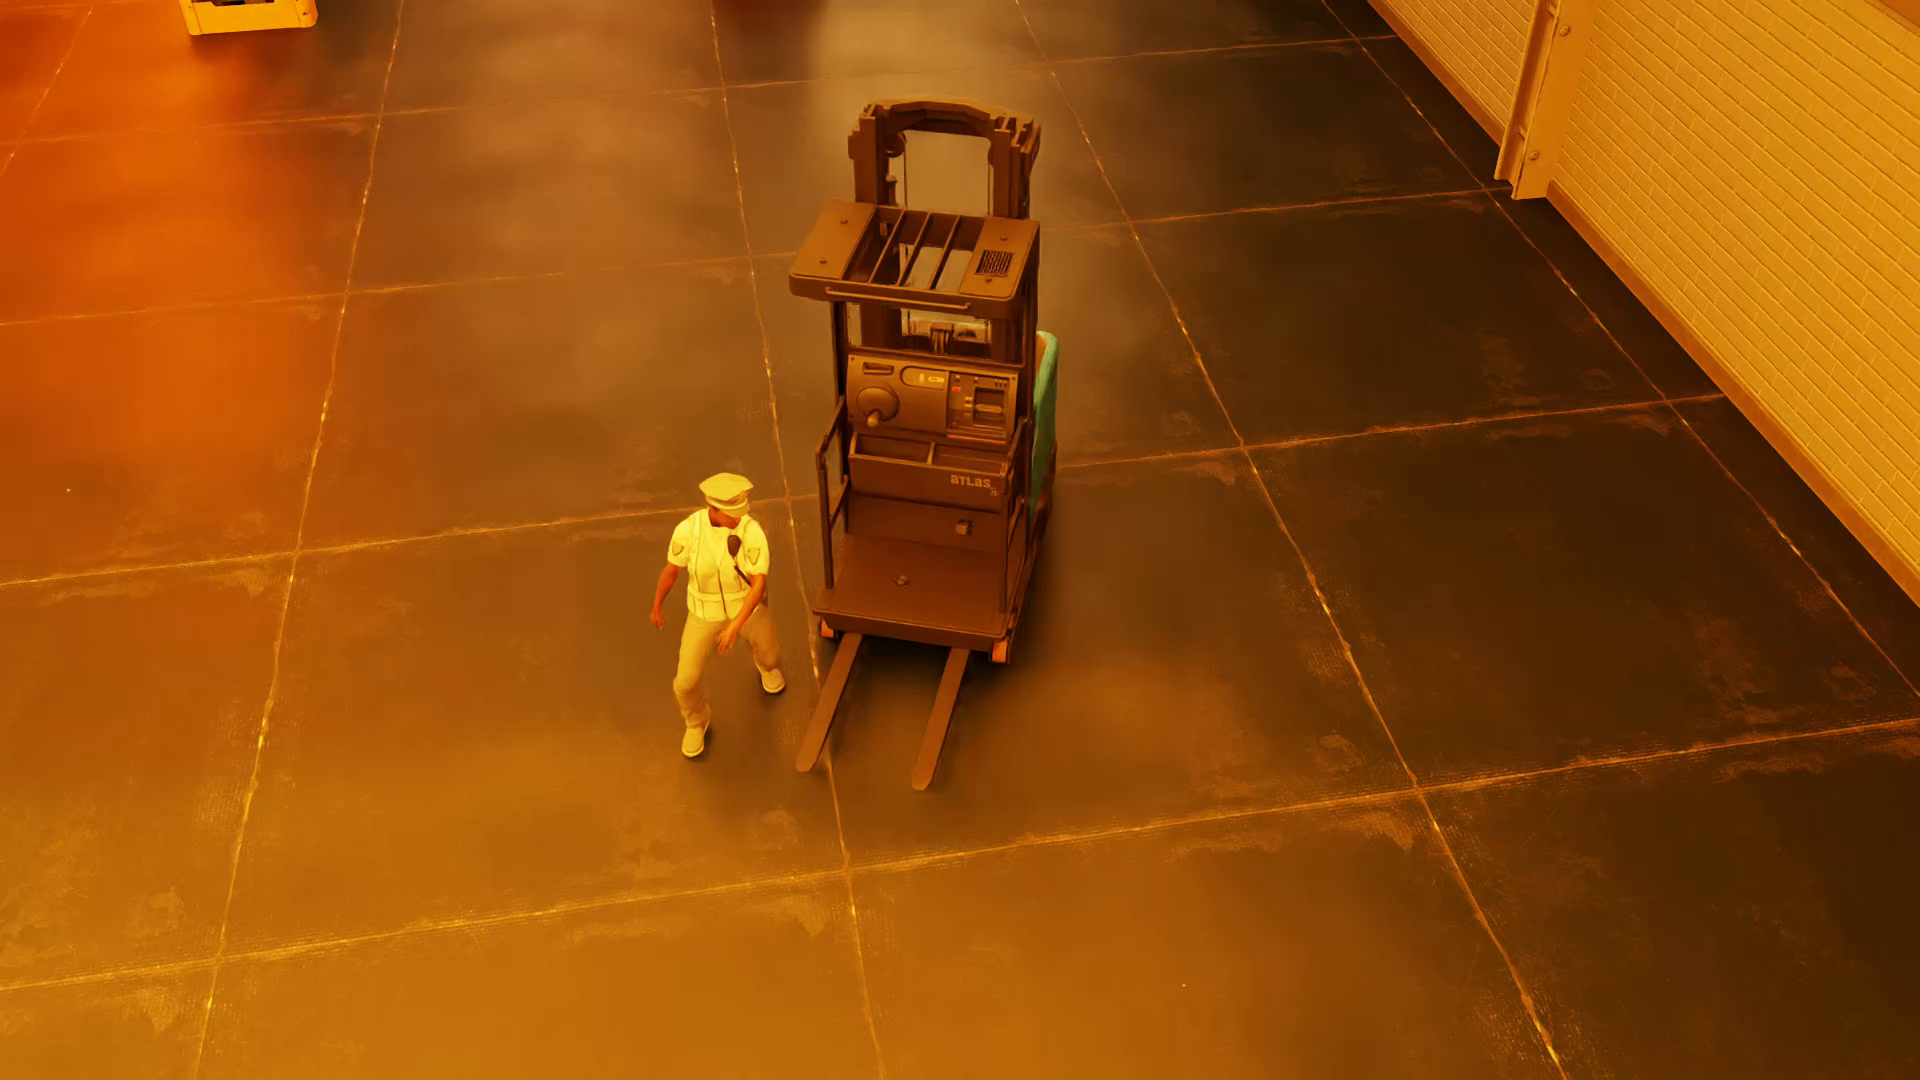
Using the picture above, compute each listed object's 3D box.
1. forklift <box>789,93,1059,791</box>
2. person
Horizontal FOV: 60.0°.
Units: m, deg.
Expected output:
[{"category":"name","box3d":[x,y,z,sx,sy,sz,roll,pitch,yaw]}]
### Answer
[{"category":"forklift","box3d":[-0.194,-0.685,8.763,1.130,2.935,3.031,8,41,9]},{"category":"person","box3d":[-1.268,0.371,8.573,0.663,1.567,0.788,-6,41,-7]}]
